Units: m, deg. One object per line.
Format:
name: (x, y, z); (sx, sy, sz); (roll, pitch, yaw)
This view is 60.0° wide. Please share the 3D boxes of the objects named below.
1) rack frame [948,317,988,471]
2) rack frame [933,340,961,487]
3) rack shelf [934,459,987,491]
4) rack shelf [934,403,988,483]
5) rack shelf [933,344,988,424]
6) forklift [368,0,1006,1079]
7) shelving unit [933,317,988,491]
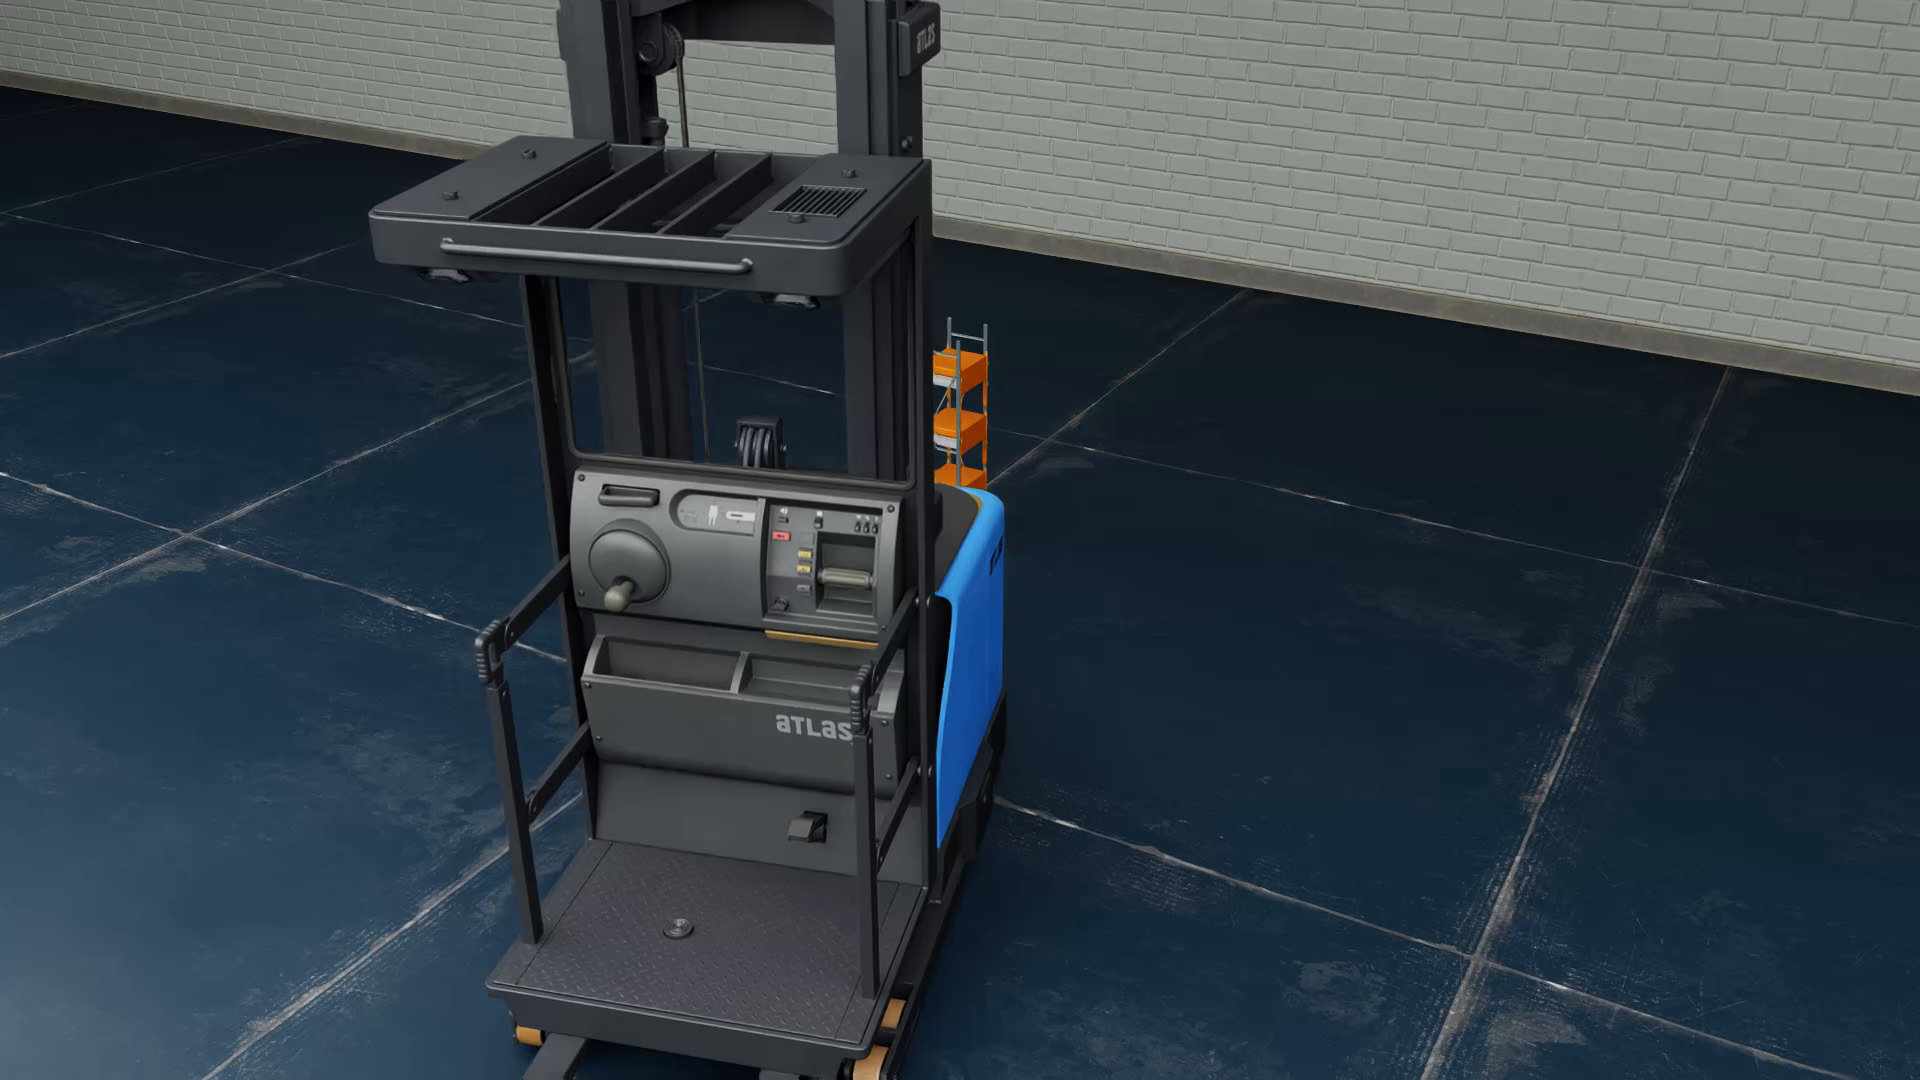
rack frame: (0.034, -0.496, 7.568); (0.200, 1.050, 0.008); (14, 30, 26)
rack frame: (-0.086, -0.401, 7.378); (0.200, 1.050, 0.008); (14, 30, 26)
rack shelf: (-0.026, -0.191, 7.602); (0.215, 0.259, 0.240); (14, 30, 26)
rack shelf: (-0.026, -0.439, 7.478); (0.215, 0.259, 0.240); (14, 30, 26)
rack shelf: (-0.026, -0.693, 7.351); (0.215, 0.259, 0.240); (14, 30, 26)
forklift: (-0.664, 0.070, 4.335); (1.130, 2.935, 3.031); (6, 27, 12)
shelving unit: (-0.026, -0.449, 7.473); (0.215, 1.050, 0.252); (14, 30, 26)
